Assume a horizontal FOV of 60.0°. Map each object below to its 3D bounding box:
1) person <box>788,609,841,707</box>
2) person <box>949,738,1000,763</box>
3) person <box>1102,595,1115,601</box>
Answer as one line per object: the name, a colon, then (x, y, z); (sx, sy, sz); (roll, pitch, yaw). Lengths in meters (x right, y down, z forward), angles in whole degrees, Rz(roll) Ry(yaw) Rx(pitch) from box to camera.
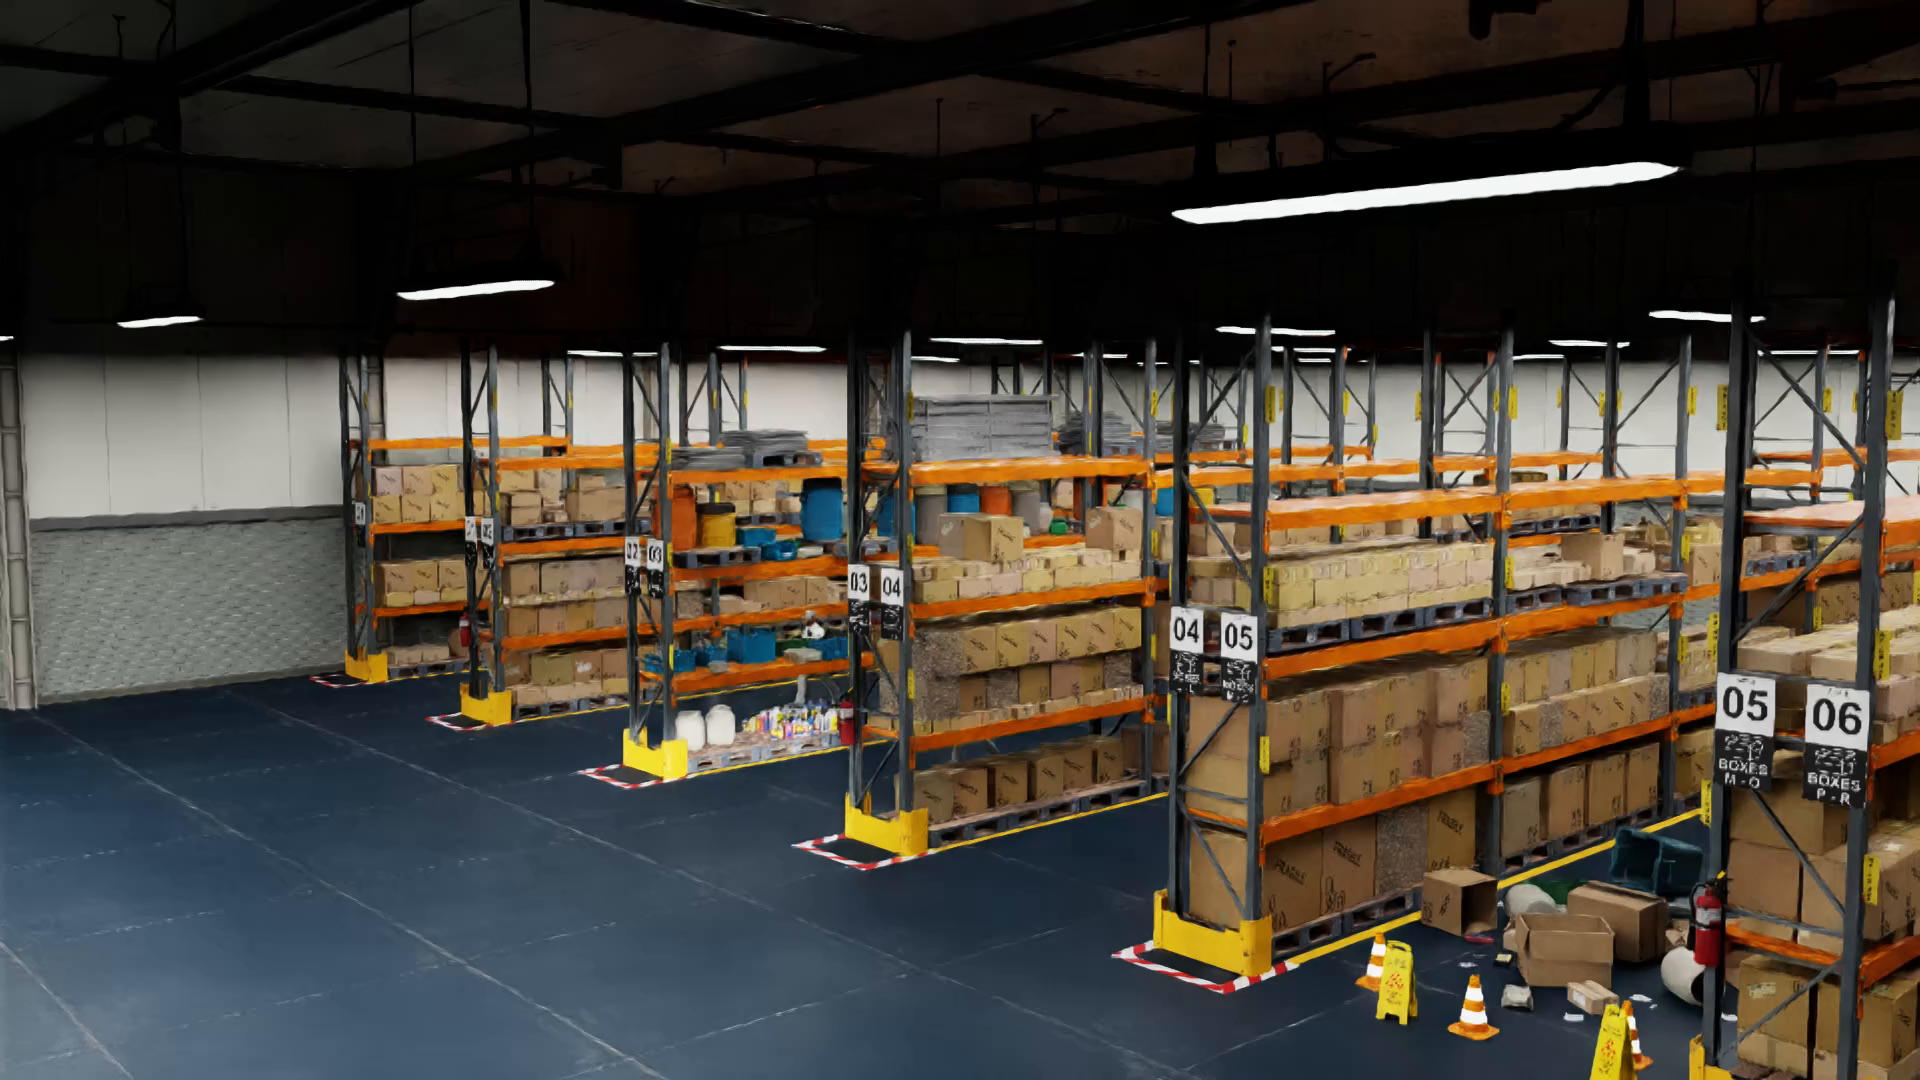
person: (-2.371, 1.930, 27.148); (0.981, 1.605, 0.493); (-5, 7, -43)
person: (0.168, 2.421, 22.289); (1.034, 1.489, 0.416); (-5, 7, -43)
person: (2.801, 1.440, 32.384); (0.534, 1.671, 0.677); (-5, 7, -43)
